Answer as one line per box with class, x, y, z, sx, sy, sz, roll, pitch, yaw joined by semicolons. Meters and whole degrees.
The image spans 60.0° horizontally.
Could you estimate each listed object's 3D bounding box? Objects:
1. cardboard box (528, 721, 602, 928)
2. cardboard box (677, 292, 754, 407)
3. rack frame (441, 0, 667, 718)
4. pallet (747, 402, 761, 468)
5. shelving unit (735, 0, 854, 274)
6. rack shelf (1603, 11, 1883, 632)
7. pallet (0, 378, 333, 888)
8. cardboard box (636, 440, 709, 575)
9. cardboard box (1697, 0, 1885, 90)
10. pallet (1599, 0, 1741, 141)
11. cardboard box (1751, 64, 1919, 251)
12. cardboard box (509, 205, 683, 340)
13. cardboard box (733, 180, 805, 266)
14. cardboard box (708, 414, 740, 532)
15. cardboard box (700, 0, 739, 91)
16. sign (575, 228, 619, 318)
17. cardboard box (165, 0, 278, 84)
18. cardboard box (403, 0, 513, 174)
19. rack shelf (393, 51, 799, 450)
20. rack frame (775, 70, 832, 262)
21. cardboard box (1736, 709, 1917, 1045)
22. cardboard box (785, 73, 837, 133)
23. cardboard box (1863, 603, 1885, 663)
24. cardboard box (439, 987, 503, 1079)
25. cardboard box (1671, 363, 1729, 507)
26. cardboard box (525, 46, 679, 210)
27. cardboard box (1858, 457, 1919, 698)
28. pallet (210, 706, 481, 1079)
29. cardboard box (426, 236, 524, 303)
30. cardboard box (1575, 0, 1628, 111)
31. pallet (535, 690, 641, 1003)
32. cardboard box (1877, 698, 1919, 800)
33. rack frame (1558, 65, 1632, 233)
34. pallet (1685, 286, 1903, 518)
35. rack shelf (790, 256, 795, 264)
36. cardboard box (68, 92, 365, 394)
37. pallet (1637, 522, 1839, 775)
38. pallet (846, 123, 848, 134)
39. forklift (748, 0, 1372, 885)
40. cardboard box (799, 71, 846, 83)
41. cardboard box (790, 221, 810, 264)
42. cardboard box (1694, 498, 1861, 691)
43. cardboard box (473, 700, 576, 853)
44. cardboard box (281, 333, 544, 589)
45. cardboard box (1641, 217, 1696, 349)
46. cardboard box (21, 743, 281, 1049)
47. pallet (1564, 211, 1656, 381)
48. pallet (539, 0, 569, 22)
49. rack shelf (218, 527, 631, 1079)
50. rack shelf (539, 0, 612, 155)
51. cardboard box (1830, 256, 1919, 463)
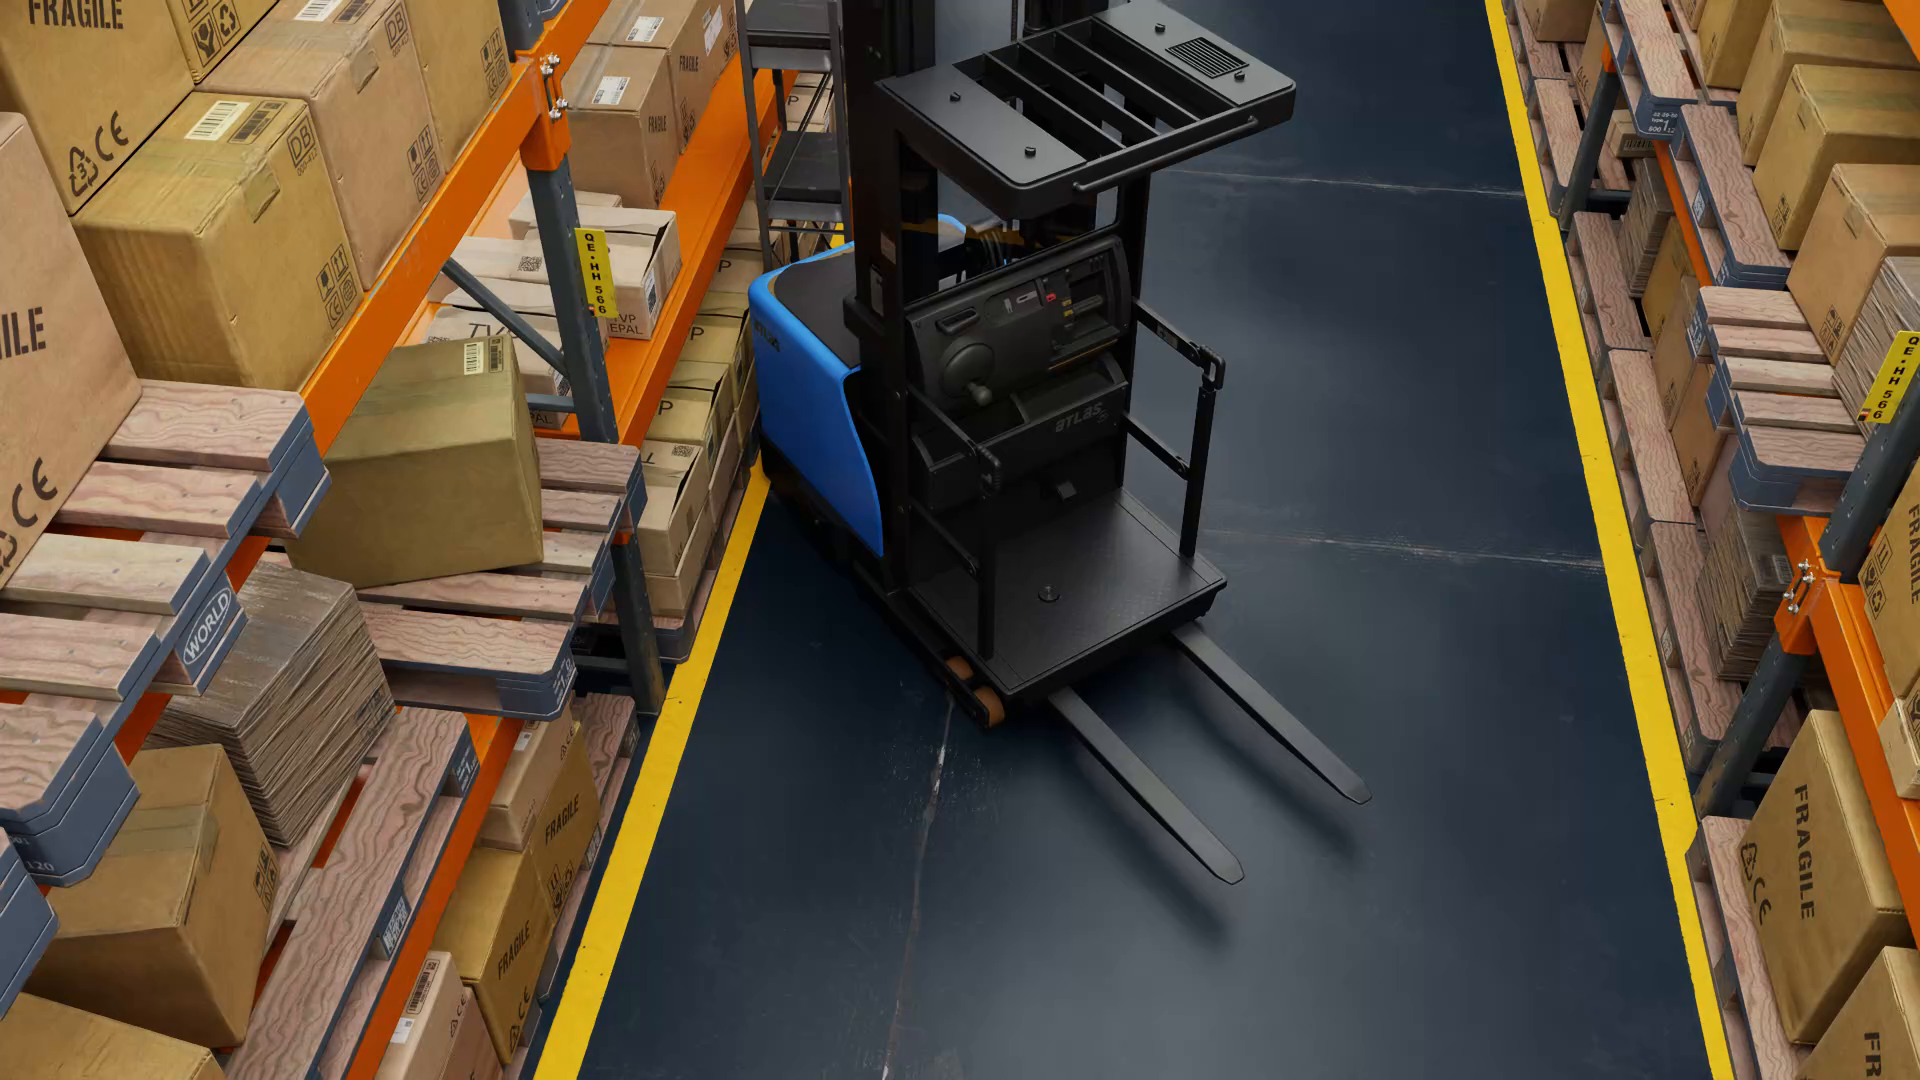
cardboard box;-1.563;0.927;5.610;0.500;0.500;0.500;7;44;7
cardboard box;-1.181;-0.874;7.300;0.500;0.311;0.500;4;44;4
rack frame;-1.672;-0.480;5.597;1.000;3.000;0.127;5;44;6
pallet;-1.361;-0.854;8.020;1.003;0.211;1.213;5;44;6
shelving unit;-0.630;-1.489;7.310;0.431;2.100;0.503;4;43;6
rack shelf;3.503;-1.134;6.811;1.077;0.370;4.000;5;44;6
pallet;-1.911;0.080;2.961;1.213;0.211;1.003;5;44;6
cardboard box;-1.312;-0.168;6.554;0.500;0.311;0.500;7;44;7
cardboard box;3.585;-2.230;7.053;0.700;0.500;0.500;9;44;10
pallet;3.522;-2.181;7.533;1.003;0.211;1.213;5;44;6
cardboard box;3.433;-1.401;6.177;0.700;0.500;0.500;5;44;6
cardboard box;-1.362;-1.039;6.253;0.500;0.311;0.500;5;44;5
cardboard box;-1.044;-1.566;8.031;0.500;0.311;0.500;5;44;5
cardboard box;-1.246;-0.307;7.109;0.500;0.250;0.500;4;44;4
cardboard box;-1.331;-2.361;7.512;0.500;0.500;0.500;8;44;9
sign;-1.133;-0.829;5.181;0.100;0.325;0.005;5;44;6
cardboard box;-1.804;-1.324;3.507;0.500;0.500;0.500;5;44;6
cardboard box;-1.697;-1.305;4.214;0.910;0.500;0.500;5;44;6
rack shelf;-1.408;-1.582;7.284;1.077;0.370;4.000;5;44;6
rack frame;-0.599;-1.654;7.487;0.400;2.100;0.015;4;43;6
cardboard box;3.011;1.085;5.202;0.750;0.750;0.750;5;44;5
cardboard box;-0.913;-2.262;8.766;0.500;0.311;0.500;5;44;6
cardboard box;2.965;0.255;4.989;0.380;0.149;0.250;5;44;5
cardboard box;-1.695;1.638;4.859;0.500;0.500;0.500;4;44;4
cardboard box;3.503;-0.461;7.076;0.700;0.500;0.500;5;44;5
cardboard box;-1.467;-1.661;6.772;0.500;0.500;0.500;3;44;3
cardboard box;2.921;0.124;4.656;0.500;0.500;0.500;6;44;7
pallet;-1.925;0.916;4.263;1.003;0.211;1.213;5;44;6
cardboard box;-1.827;-1.027;6.358;0.380;0.149;0.250;5;44;6
cardboard box;3.865;-2.721;9.463;0.500;0.500;0.500;2;43;2
pallet;-1.808;1.038;6.022;1.003;0.211;1.213;5;44;6
cardboard box;2.804;0.600;4.626;0.380;0.149;0.250;6;44;7
rack frame;3.767;-2.758;8.003;1.000;3.000;0.127;5;44;6
pallet;3.227;-0.458;5.714;1.213;0.211;1.003;5;44;6
rack shelf;-0.621;-0.967;7.797;0.431;0.518;0.480;4;43;6
cardboard box;-1.833;-0.603;3.473;0.910;0.500;0.500;5;44;6
pallet;3.343;0.448;6.645;1.003;0.211;1.213;5;44;6
pallet;-0.997;-2.732;10.003;1.003;0.211;1.213;5;44;6
forklift;0.354;-0.709;5.889;1.130;2.935;3.031;-25;49;-24
cardboard box;-0.772;-2.920;9.323;0.500;0.500;0.500;5;44;6
cardboard box;-1.047;-1.358;8.219;0.500;0.250;0.500;6;44;6
cardboard box;3.282;0.220;6.356;0.700;0.500;0.500;6;44;6
cardboard box;-1.567;0.693;5.311;0.500;0.250;0.500;7;44;7
cardboard box;-1.644;-0.229;4.954;0.700;0.500;0.500;-8;44;-9
cardboard box;3.668;-1.150;7.804;0.700;0.500;0.500;4;44;5
cardboard box;-2.029;0.848;3.817;0.700;0.500;0.500;-5;44;-5
pallet;3.666;-1.215;8.402;1.003;0.211;1.213;5;44;6
pallet;-1.671;-1.971;5.128;1.213;0.211;1.003;7;44;7
rack shelf;-1.937;1.144;4.405;1.077;0.370;4.000;5;44;6
rack shelf;-1.408;-2.671;6.253;1.077;0.370;4.000;5;44;6
cardboard box;3.291;-0.549;5.278;0.700;0.500;0.500;1;43;1
